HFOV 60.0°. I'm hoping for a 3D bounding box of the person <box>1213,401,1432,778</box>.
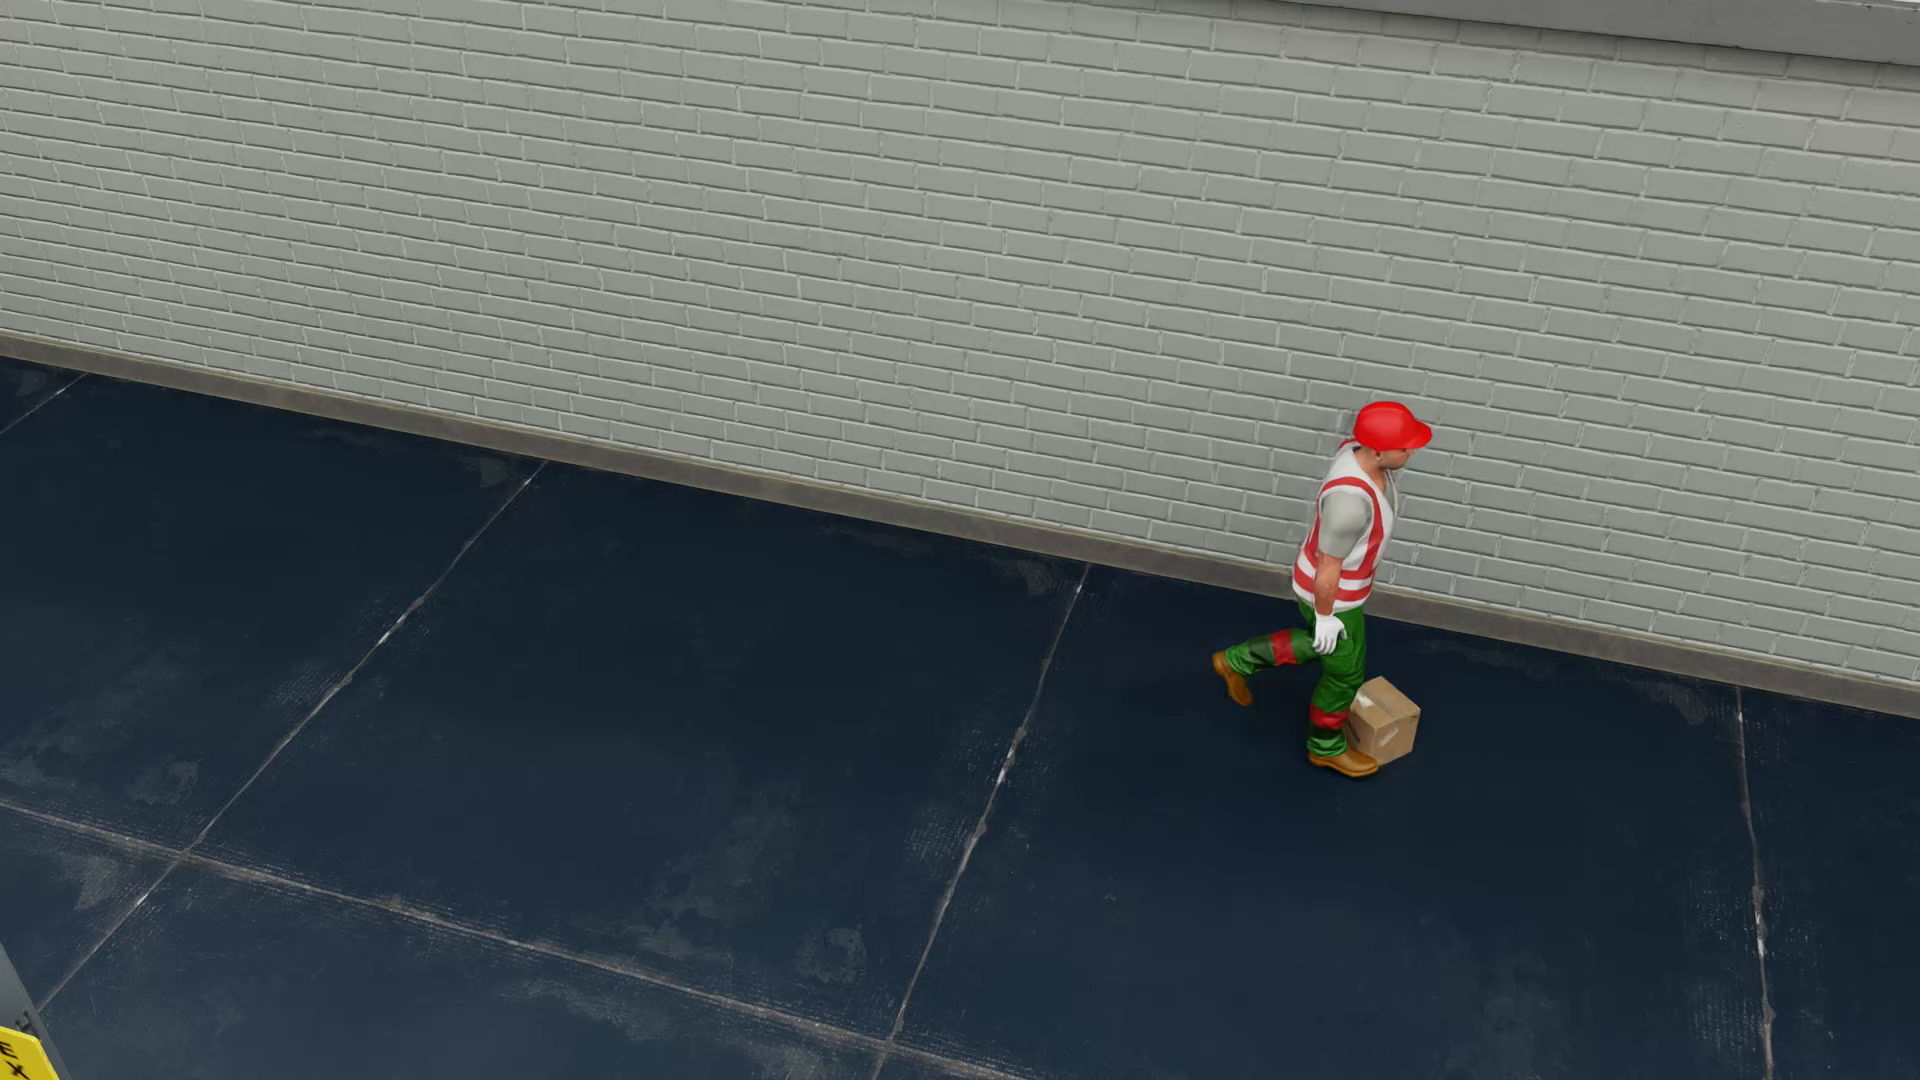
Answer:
[{"bbox_3d":[1.424,0.161,6.646,0.771,1.770,0.546,12,38,16],"label":"person"}]
